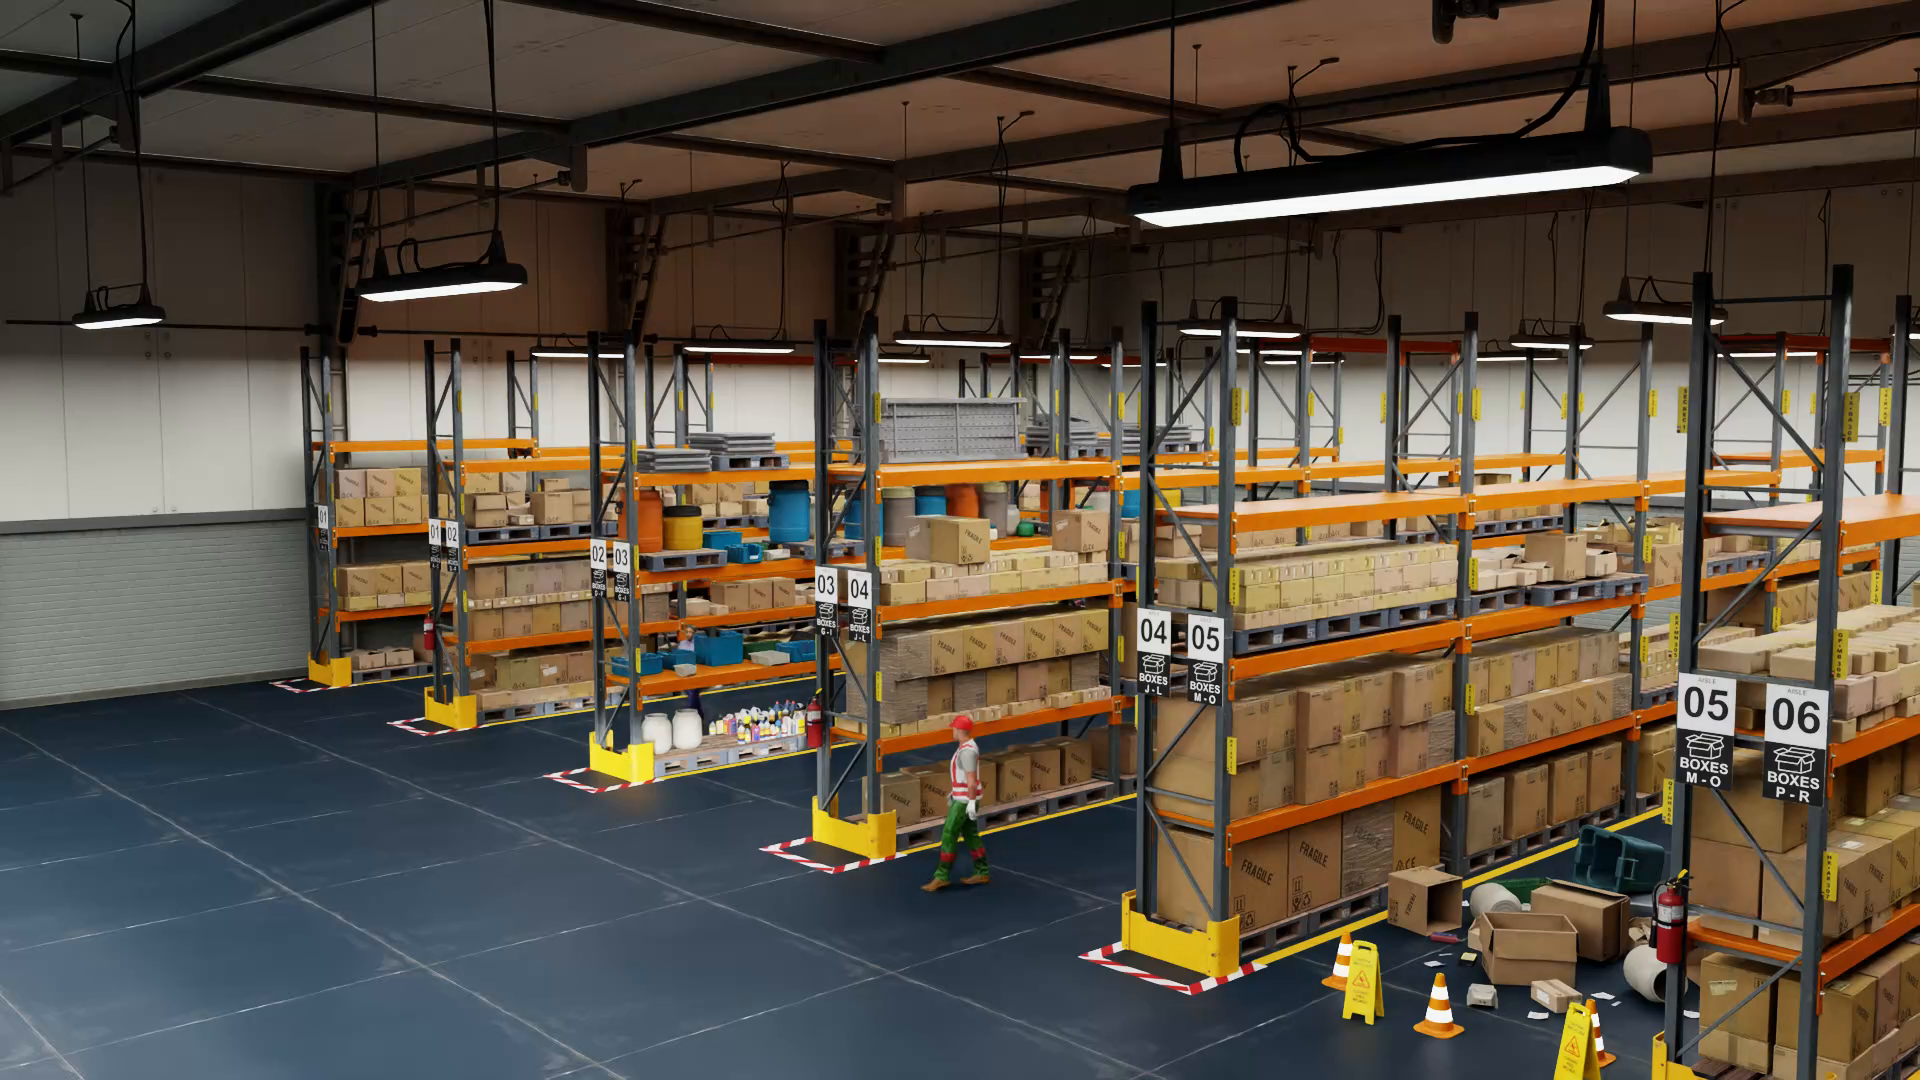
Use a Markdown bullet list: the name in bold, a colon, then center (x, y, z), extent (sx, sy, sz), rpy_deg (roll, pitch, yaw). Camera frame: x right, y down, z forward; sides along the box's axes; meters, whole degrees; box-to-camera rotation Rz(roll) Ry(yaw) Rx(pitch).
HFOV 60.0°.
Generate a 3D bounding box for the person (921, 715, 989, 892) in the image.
- **person**: center (-0.030, 2.740, 17.474), extent (0.673, 1.790, 0.627), rpy_deg (1, 5, 8)

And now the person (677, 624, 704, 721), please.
- **person**: center (-4.183, 2.106, 25.561), extent (0.501, 1.586, 0.932), rpy_deg (2, 6, 26)
